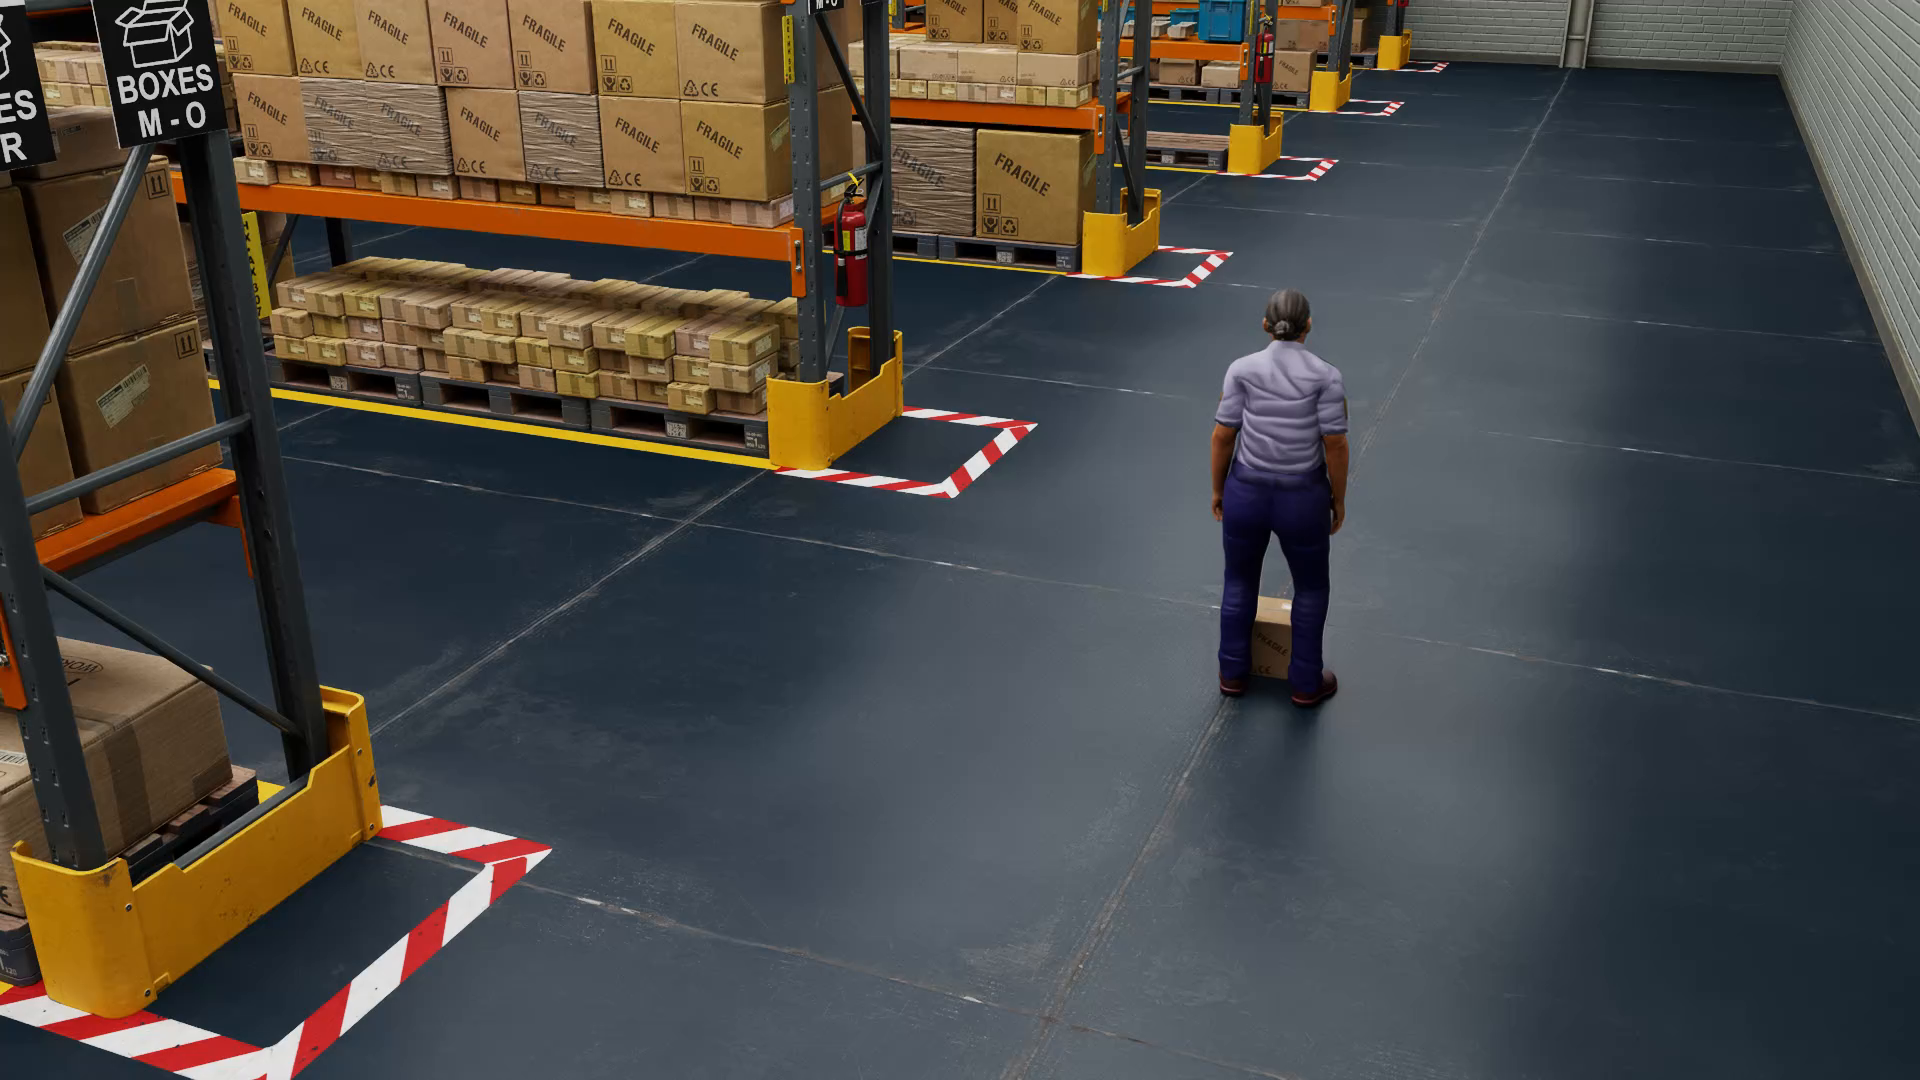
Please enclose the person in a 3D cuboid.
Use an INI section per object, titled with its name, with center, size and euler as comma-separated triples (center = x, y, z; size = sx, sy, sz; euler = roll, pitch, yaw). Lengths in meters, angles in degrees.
[person]
center = 1.246, -0.151, 6.468
size = 0.553, 1.650, 0.374
euler = 7, 24, 17
